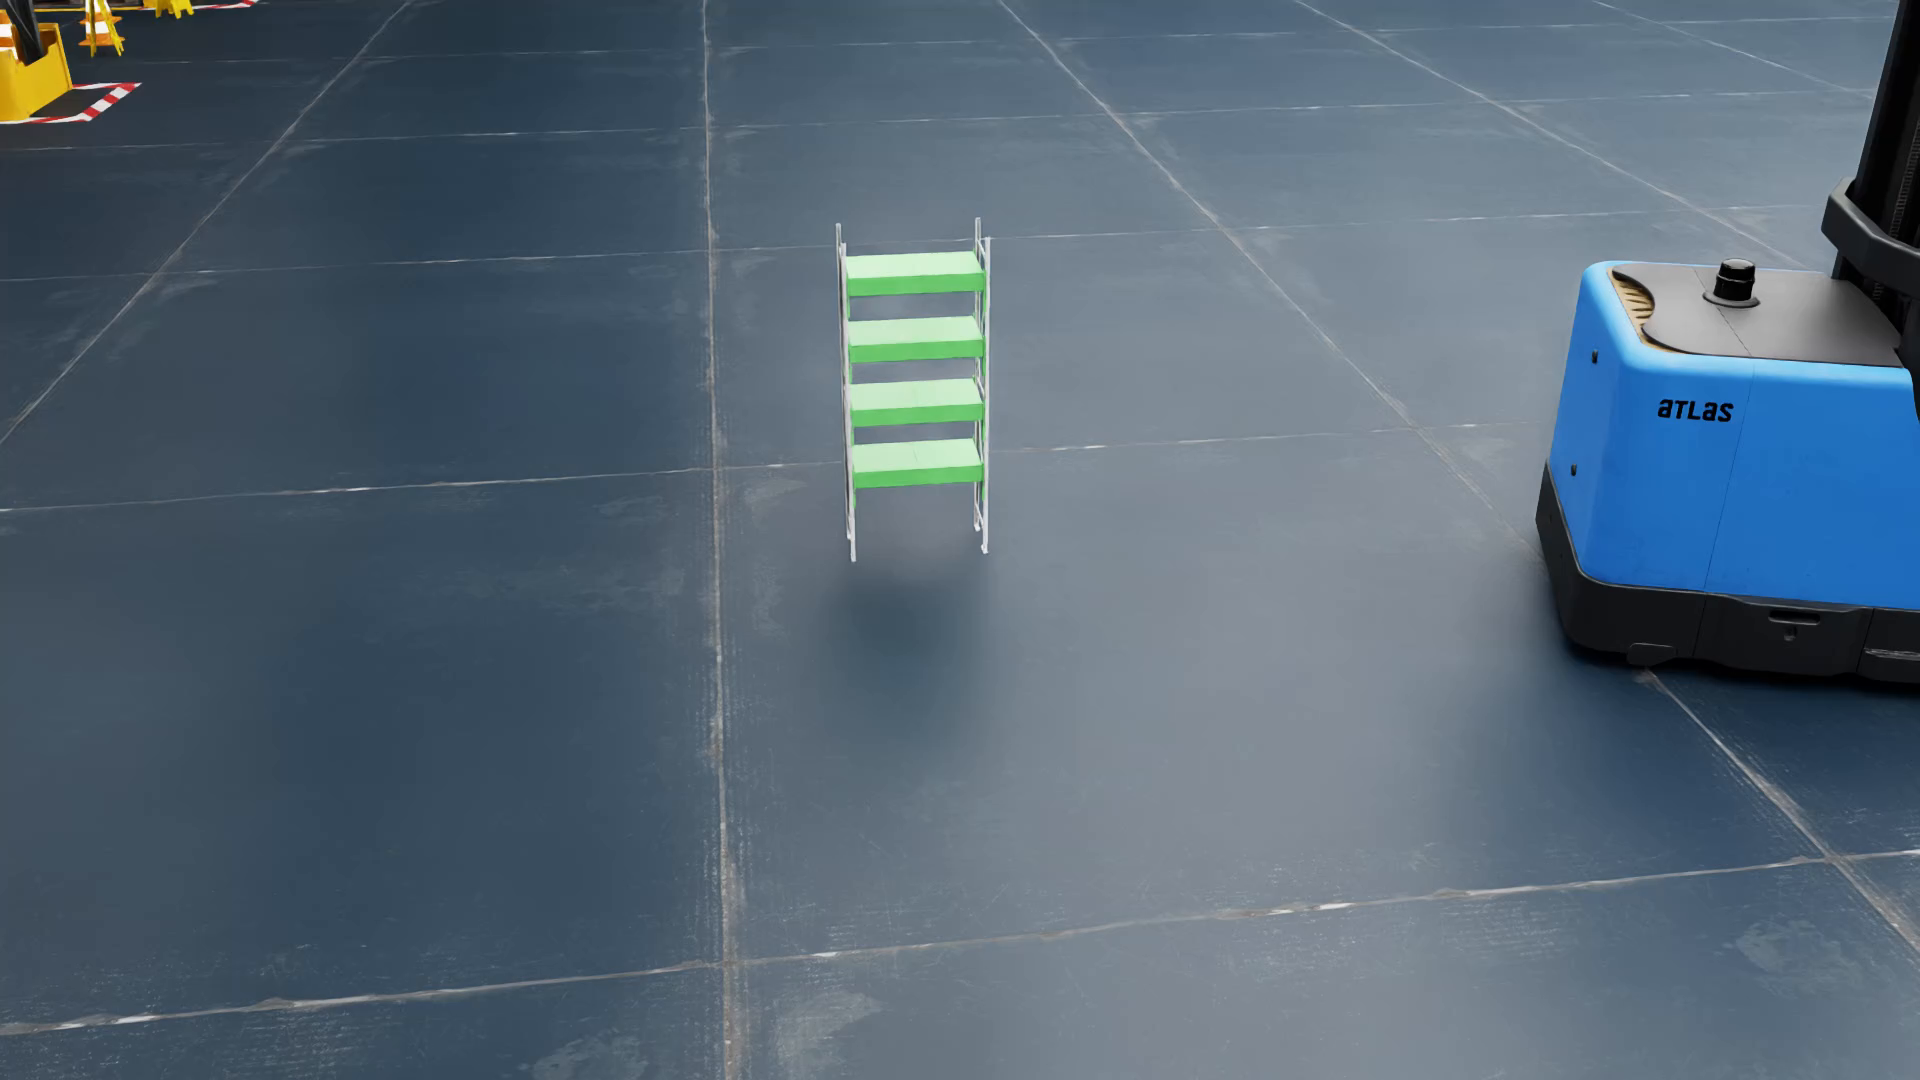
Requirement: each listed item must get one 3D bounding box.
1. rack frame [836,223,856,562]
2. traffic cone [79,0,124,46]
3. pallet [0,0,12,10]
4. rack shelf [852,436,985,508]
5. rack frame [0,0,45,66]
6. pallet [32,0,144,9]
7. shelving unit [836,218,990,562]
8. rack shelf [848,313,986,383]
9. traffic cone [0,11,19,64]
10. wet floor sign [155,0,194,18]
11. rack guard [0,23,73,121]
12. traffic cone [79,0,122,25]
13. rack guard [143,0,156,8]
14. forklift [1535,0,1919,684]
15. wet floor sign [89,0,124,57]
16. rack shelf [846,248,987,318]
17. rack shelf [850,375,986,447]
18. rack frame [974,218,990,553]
[{"bbox_3d":[-0.406,-0.508,5.925,0.015,1.200,0.240,-4,27,-7],"label":"rack frame"},{"bbox_3d":[-7.743,-4.698,14.899,0.334,0.463,0.336,-4,27,-7],"label":"traffic cone"},{"bbox_3d":[-10.079,-5.560,16.855,1.213,0.211,1.003,-4,27,-7],"label":"pallet"},{"bbox_3d":[-0.164,-0.253,6.094,0.480,0.148,0.258,-4,27,-7],"label":"rack shelf"},{"bbox_3d":[-7.199,-4.686,12.097,0.127,3.000,1.000,-4,27,-7],"label":"rack frame"},{"bbox_3d":[-8.873,-5.636,17.003,1.213,0.211,1.003,-4,27,-7],"label":"pallet"},{"bbox_3d":[-0.164,-0.523,5.956,0.503,1.200,0.258,-4,27,-7],"label":"shelving unit"},{"bbox_3d":[-0.164,-0.680,5.875,0.480,0.148,0.258,-4,27,-7],"label":"rack shelf"},{"bbox_3d":[-7.922,-4.165,13.861,0.334,0.463,0.336,-4,27,-7],"label":"traffic cone"},{"bbox_3d":[-7.651,-5.398,16.064,0.232,0.644,0.267,6,28,11],"label":"wet floor sign"},{"bbox_3d":[-7.175,-3.575,12.670,0.348,0.500,1.175,-4,27,-7],"label":"rack guard"},{"bbox_3d":[-8.235,-5.178,15.835,0.334,0.463,0.336,-4,27,-7],"label":"traffic cone"},{"bbox_3d":[-8.064,-5.800,17.007,0.348,0.500,1.175,-4,27,-7],"label":"rack guard"},{"bbox_3d":[3.567,-0.995,4.979,3.031,2.935,1.130,5,28,10],"label":"forklift"},{"bbox_3d":[-7.446,-4.535,14.382,0.232,0.644,0.267,-8,28,-16],"label":"wet floor sign"},{"bbox_3d":[-0.164,-0.894,5.766,0.480,0.148,0.258,-4,27,-7],"label":"rack shelf"},{"bbox_3d":[-0.164,-0.466,5.985,0.480,0.148,0.258,-4,27,-7],"label":"rack shelf"},{"bbox_3d":[0.078,-0.539,5.986,0.015,1.200,0.240,-4,27,-7],"label":"rack frame"}]
